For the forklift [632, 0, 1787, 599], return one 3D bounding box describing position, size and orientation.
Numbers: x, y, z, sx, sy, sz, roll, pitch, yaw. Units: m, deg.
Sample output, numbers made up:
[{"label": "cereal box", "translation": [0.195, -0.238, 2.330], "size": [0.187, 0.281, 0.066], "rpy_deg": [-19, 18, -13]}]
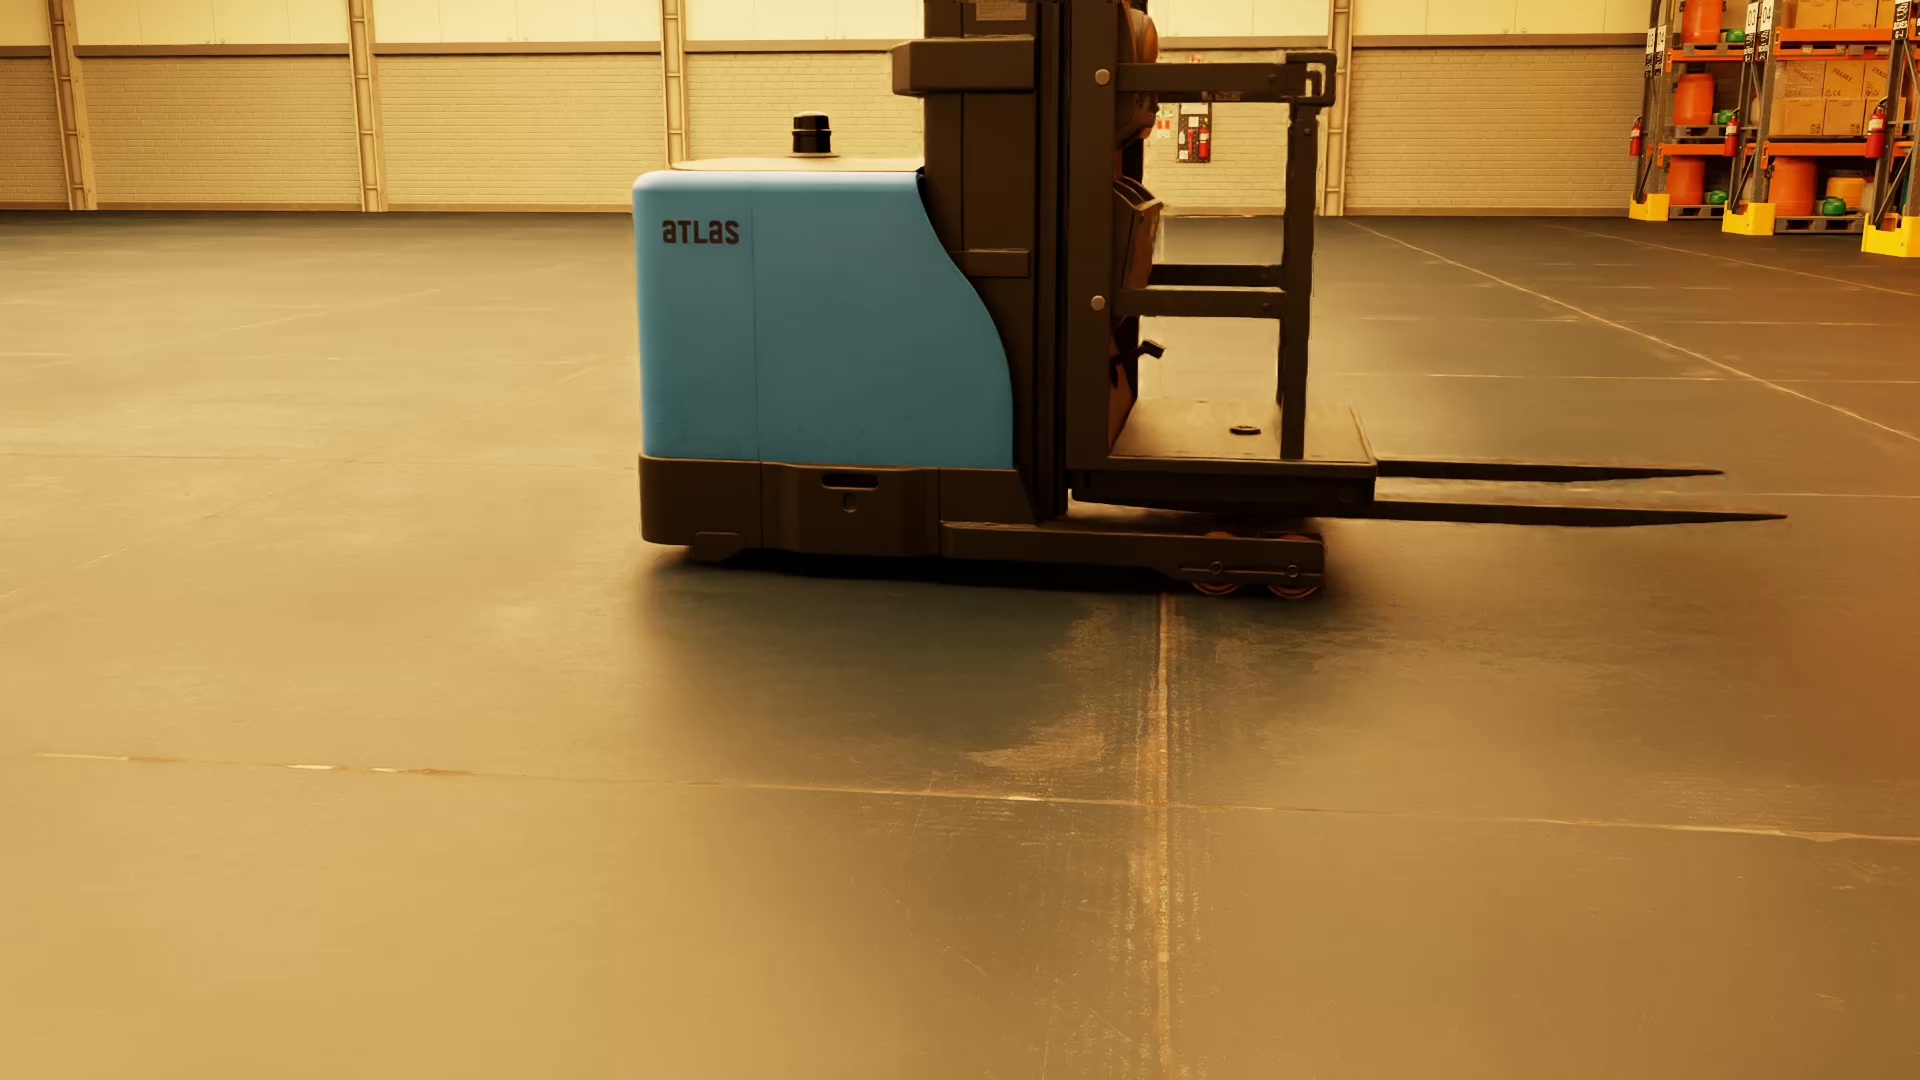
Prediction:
[{"label": "forklift", "translation": [0.672, -1.406, 4.520], "size": [3.031, 2.935, 1.130], "rpy_deg": [2, 13, 10]}]
